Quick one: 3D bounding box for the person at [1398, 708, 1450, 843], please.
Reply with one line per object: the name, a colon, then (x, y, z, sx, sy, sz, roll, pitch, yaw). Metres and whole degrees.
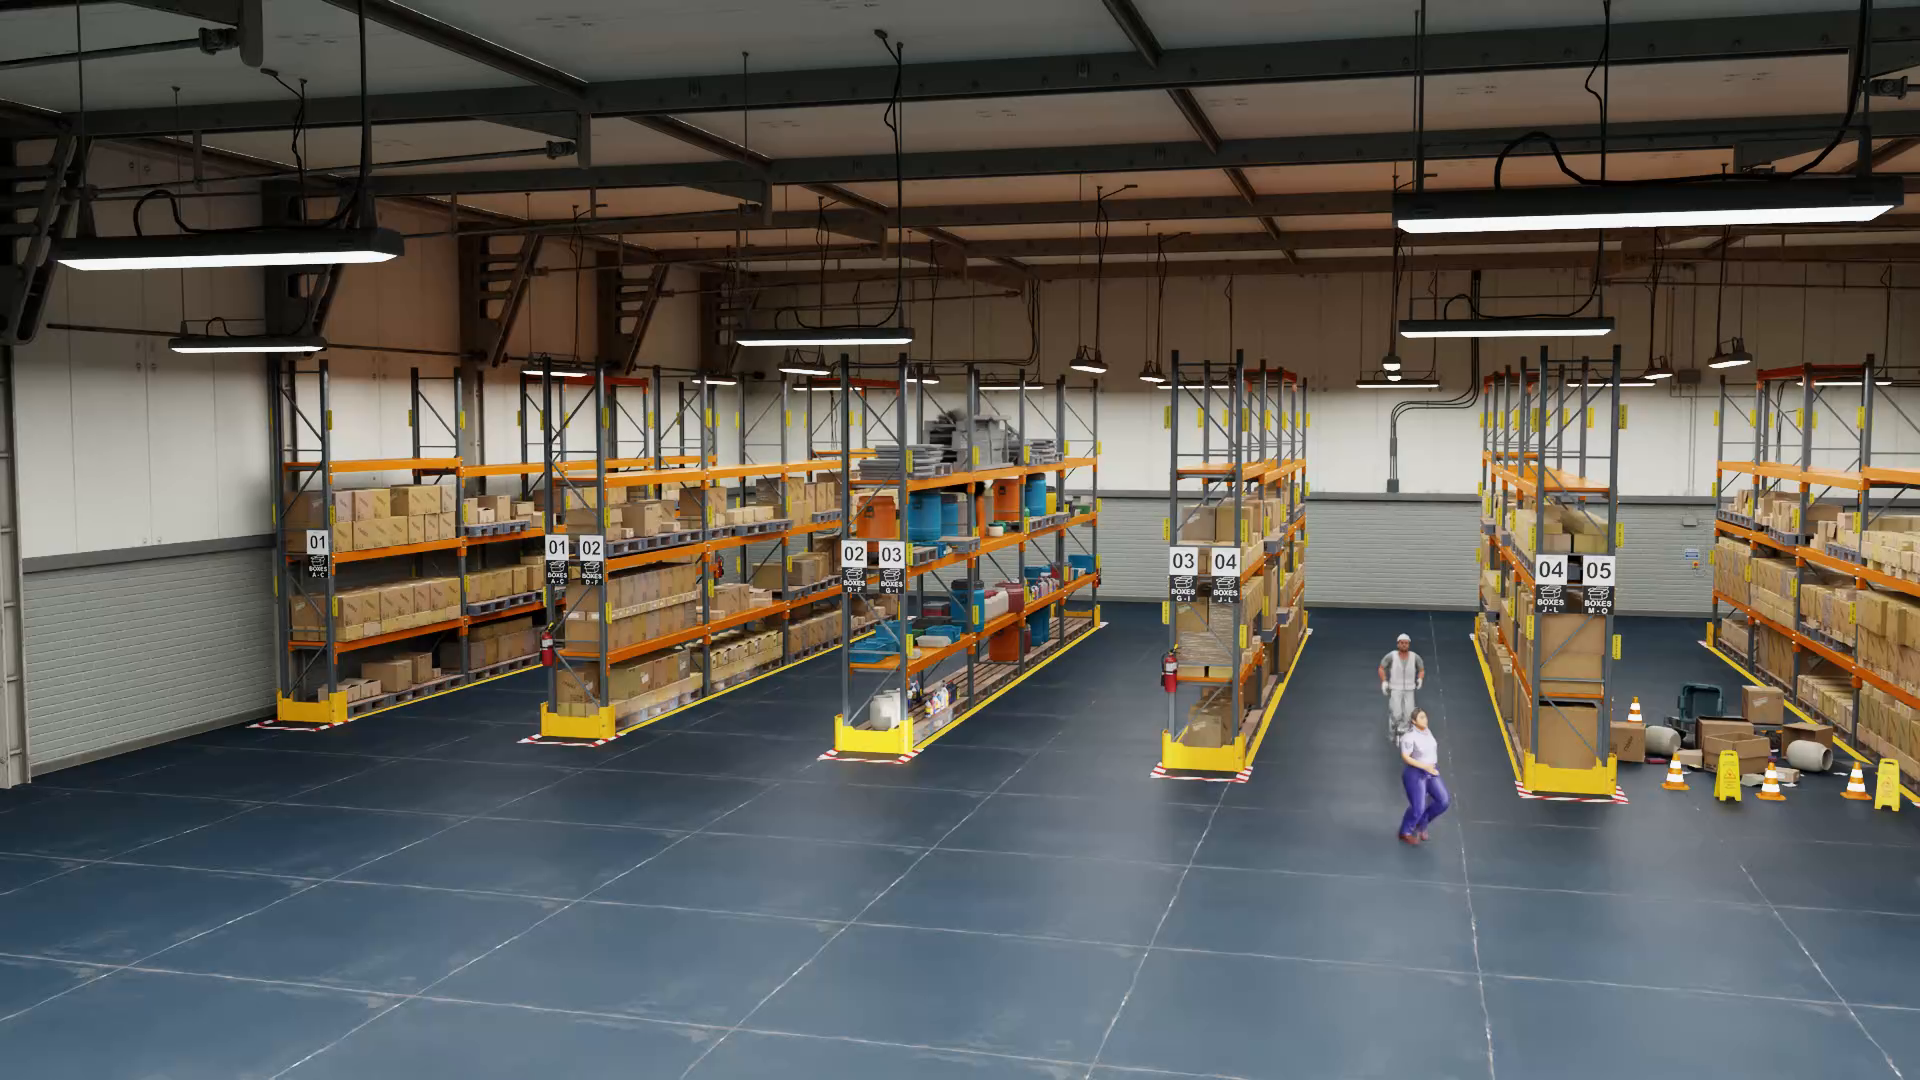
person: (5.459, 2.787, 19.622, 0.618, 1.605, 0.588, -3, 5, -37)

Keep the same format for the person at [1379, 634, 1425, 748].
person: (6.762, 2.303, 25.360, 0.669, 1.749, 0.584, 0, 4, 3)
